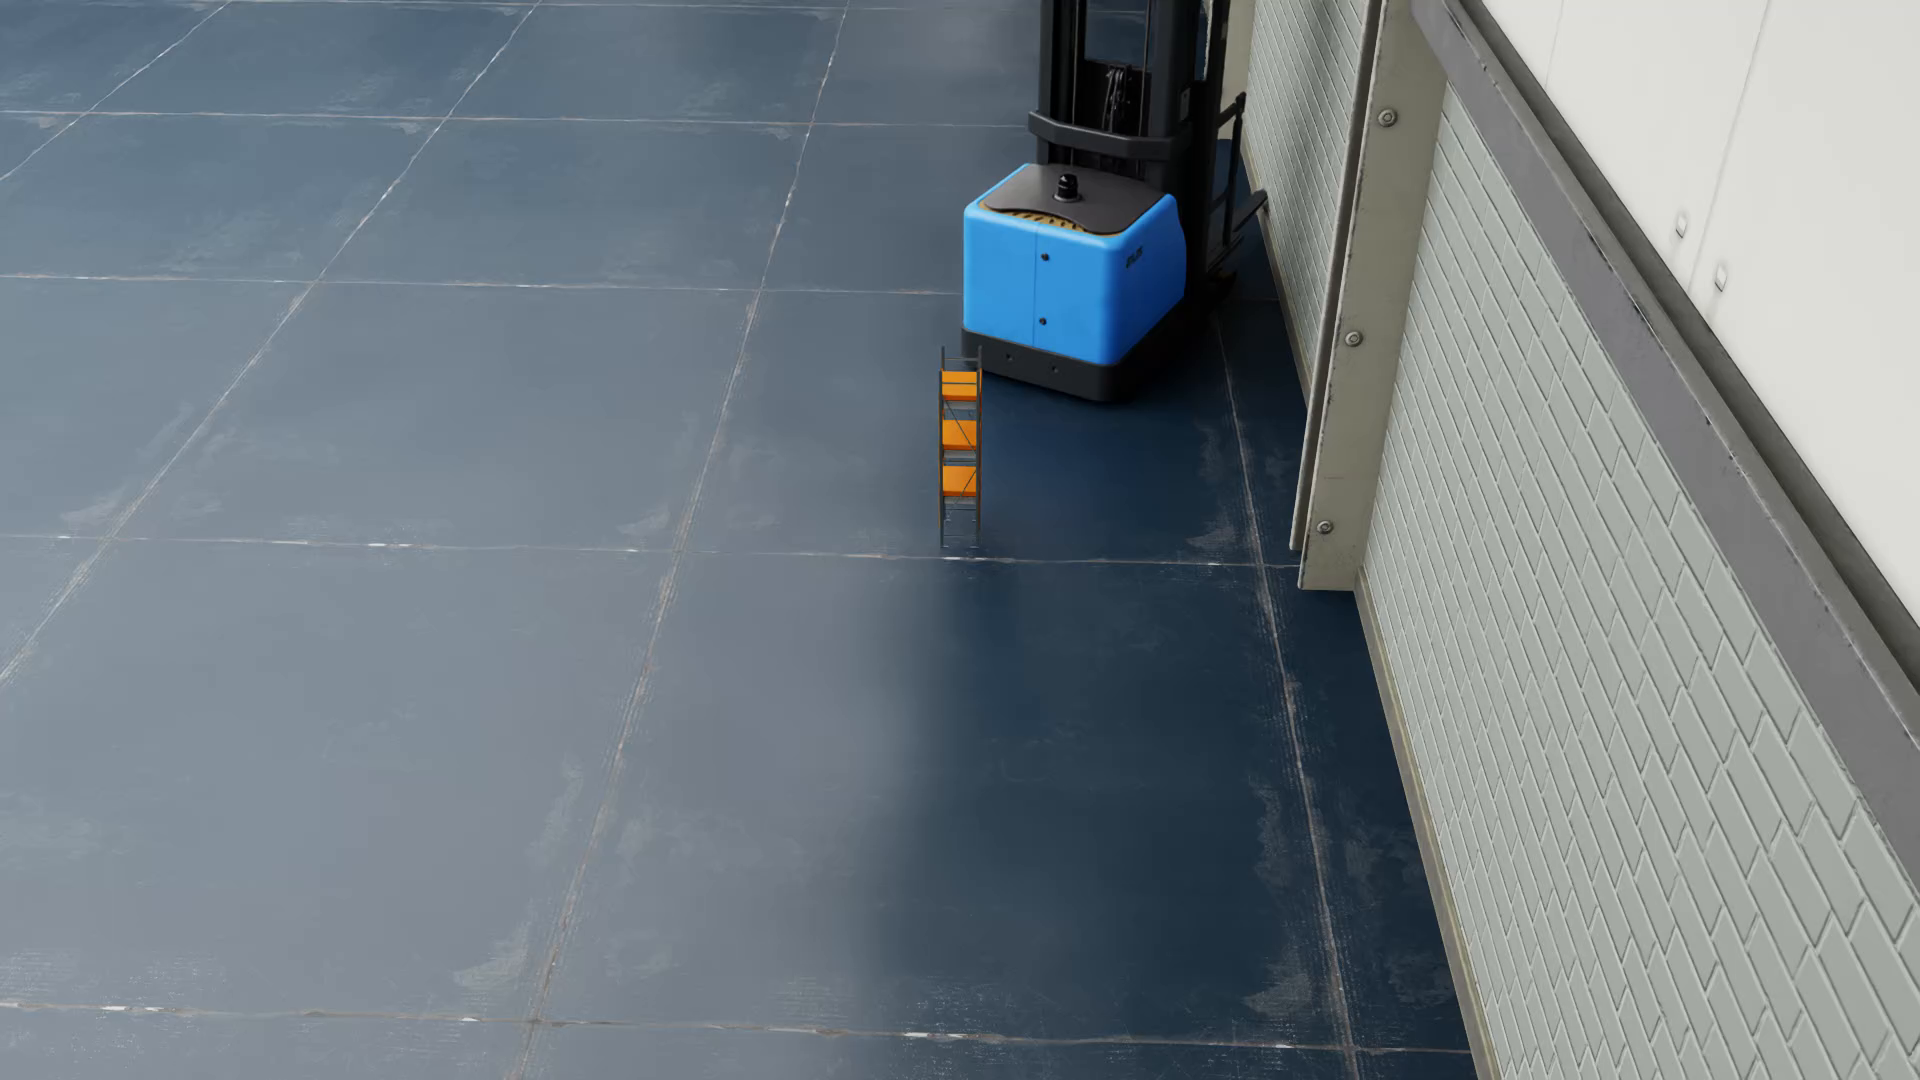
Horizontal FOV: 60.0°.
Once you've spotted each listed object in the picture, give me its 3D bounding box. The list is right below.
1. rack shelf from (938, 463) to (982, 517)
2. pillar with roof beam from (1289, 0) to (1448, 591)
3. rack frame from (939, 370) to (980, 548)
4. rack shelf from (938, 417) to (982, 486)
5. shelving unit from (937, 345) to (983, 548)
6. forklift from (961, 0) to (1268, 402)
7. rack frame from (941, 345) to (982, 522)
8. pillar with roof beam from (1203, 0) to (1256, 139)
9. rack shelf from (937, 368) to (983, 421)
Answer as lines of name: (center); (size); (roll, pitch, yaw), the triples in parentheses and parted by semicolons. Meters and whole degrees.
rack shelf: (0.002, -0.224, 8.603); (0.215, 0.259, 0.240); (1, 35, 2)
pillar with roof beam: (-2.438, -3.645, 6.055); (9.100, 9.000, 0.400); (1, 35, 2)
rack frame: (-0.003, -0.390, 8.338); (0.200, 1.050, 0.008); (1, 35, 2)
rack shelf: (0.002, -0.452, 8.444); (0.215, 0.259, 0.240); (1, 35, 2)
shelving unit: (0.002, -0.460, 8.438); (0.215, 1.050, 0.252); (1, 35, 2)
forklift: (1.168, -2.831, 10.175); (1.130, 2.935, 3.031); (18, 39, 24)
rack frame: (0.007, -0.530, 8.537); (0.200, 1.050, 0.008); (1, 35, 2)
pillar with roof beam: (-2.197, -7.092, 10.960); (9.100, 9.000, 0.400); (1, 35, 2)
rack shelf: (0.002, -0.684, 8.280); (0.215, 0.259, 0.240); (1, 35, 2)
